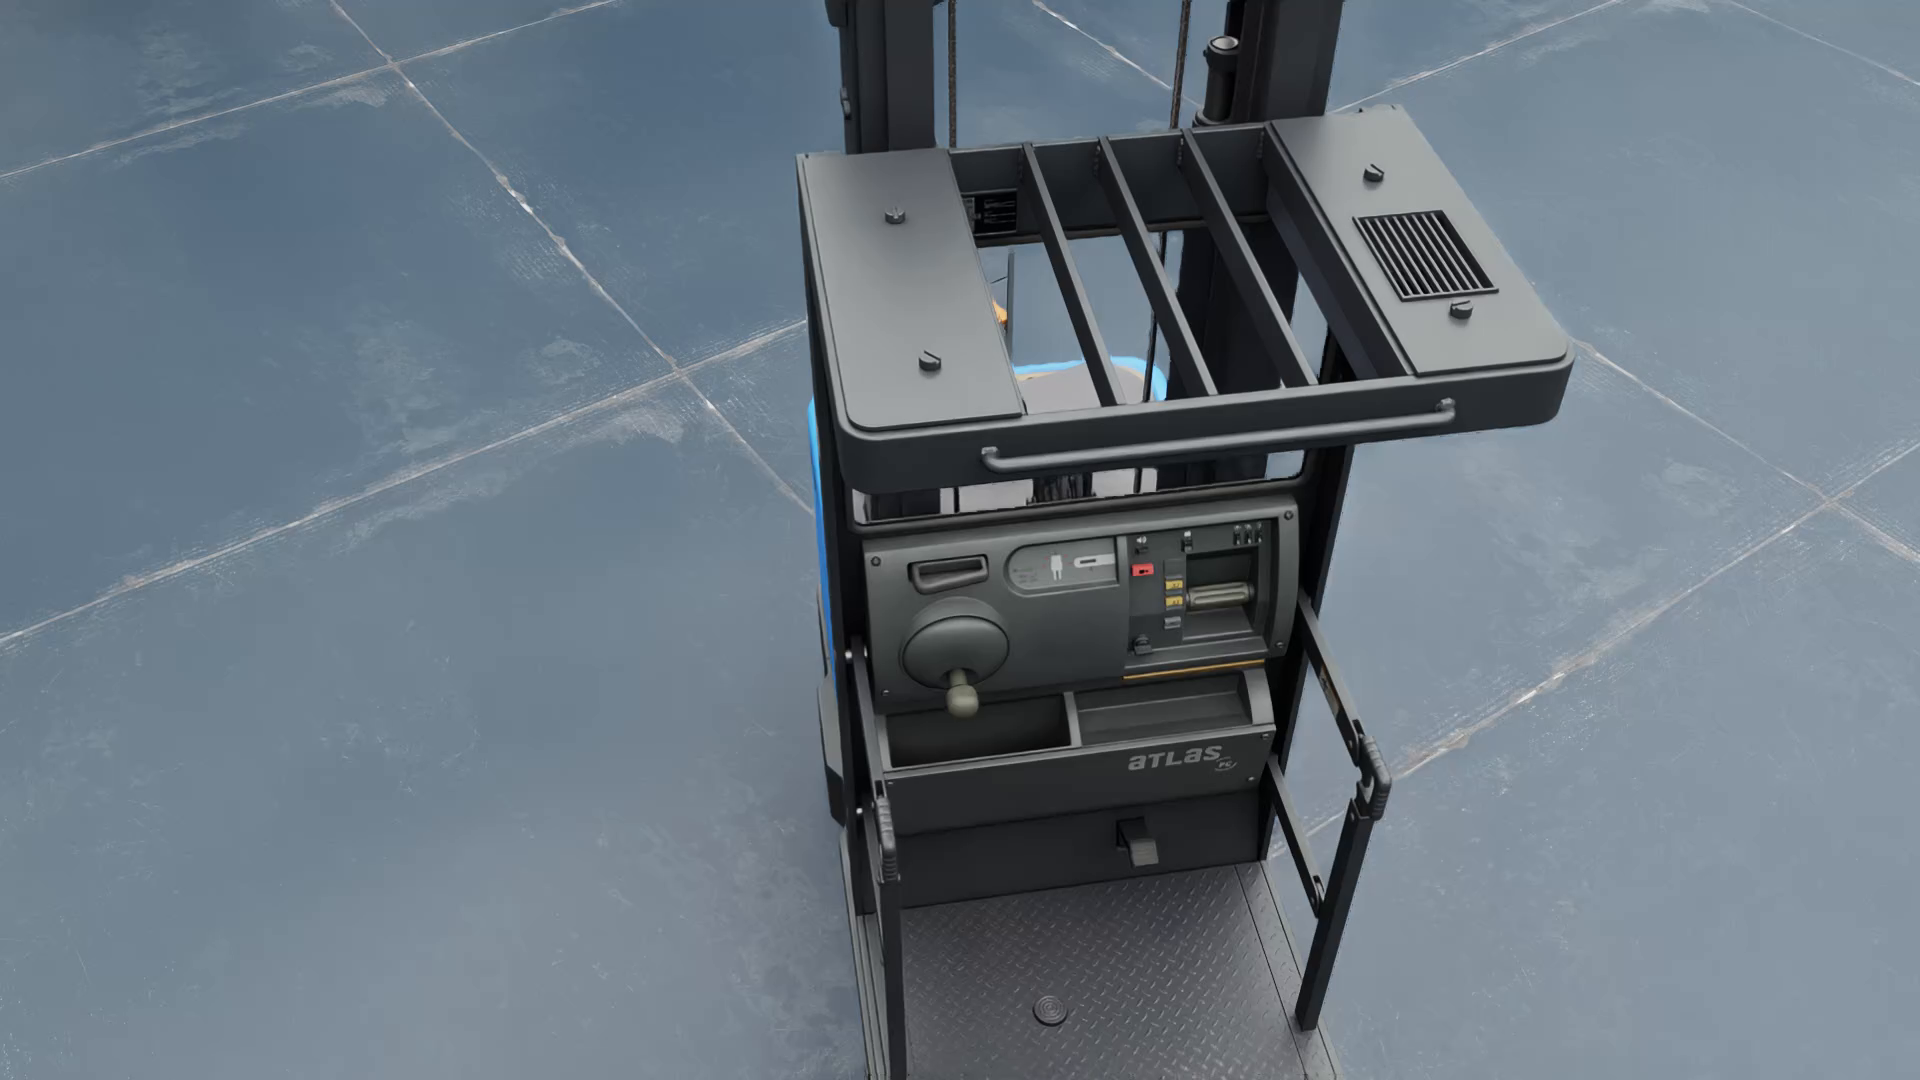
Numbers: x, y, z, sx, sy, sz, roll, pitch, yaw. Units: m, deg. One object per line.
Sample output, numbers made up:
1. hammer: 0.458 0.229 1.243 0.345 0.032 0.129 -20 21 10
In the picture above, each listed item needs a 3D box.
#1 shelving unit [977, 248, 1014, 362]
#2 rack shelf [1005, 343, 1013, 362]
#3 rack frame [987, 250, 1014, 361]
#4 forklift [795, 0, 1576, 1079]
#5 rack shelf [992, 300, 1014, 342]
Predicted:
1. shelving unit: 0.008 -0.426 5.327 0.258 1.200 0.189 -26 49 -24
2. rack shelf: 0.008 -0.567 5.192 0.258 0.103 0.180 -26 49 -24
3. rack frame: 0.061 -0.374 5.273 0.240 1.200 0.006 -26 49 -24
4. forklift: 0.302 0.233 3.383 1.130 2.935 3.031 -6 44 -7
5. rack shelf: 0.008 -0.654 5.109 0.258 0.103 0.180 -26 49 -24
